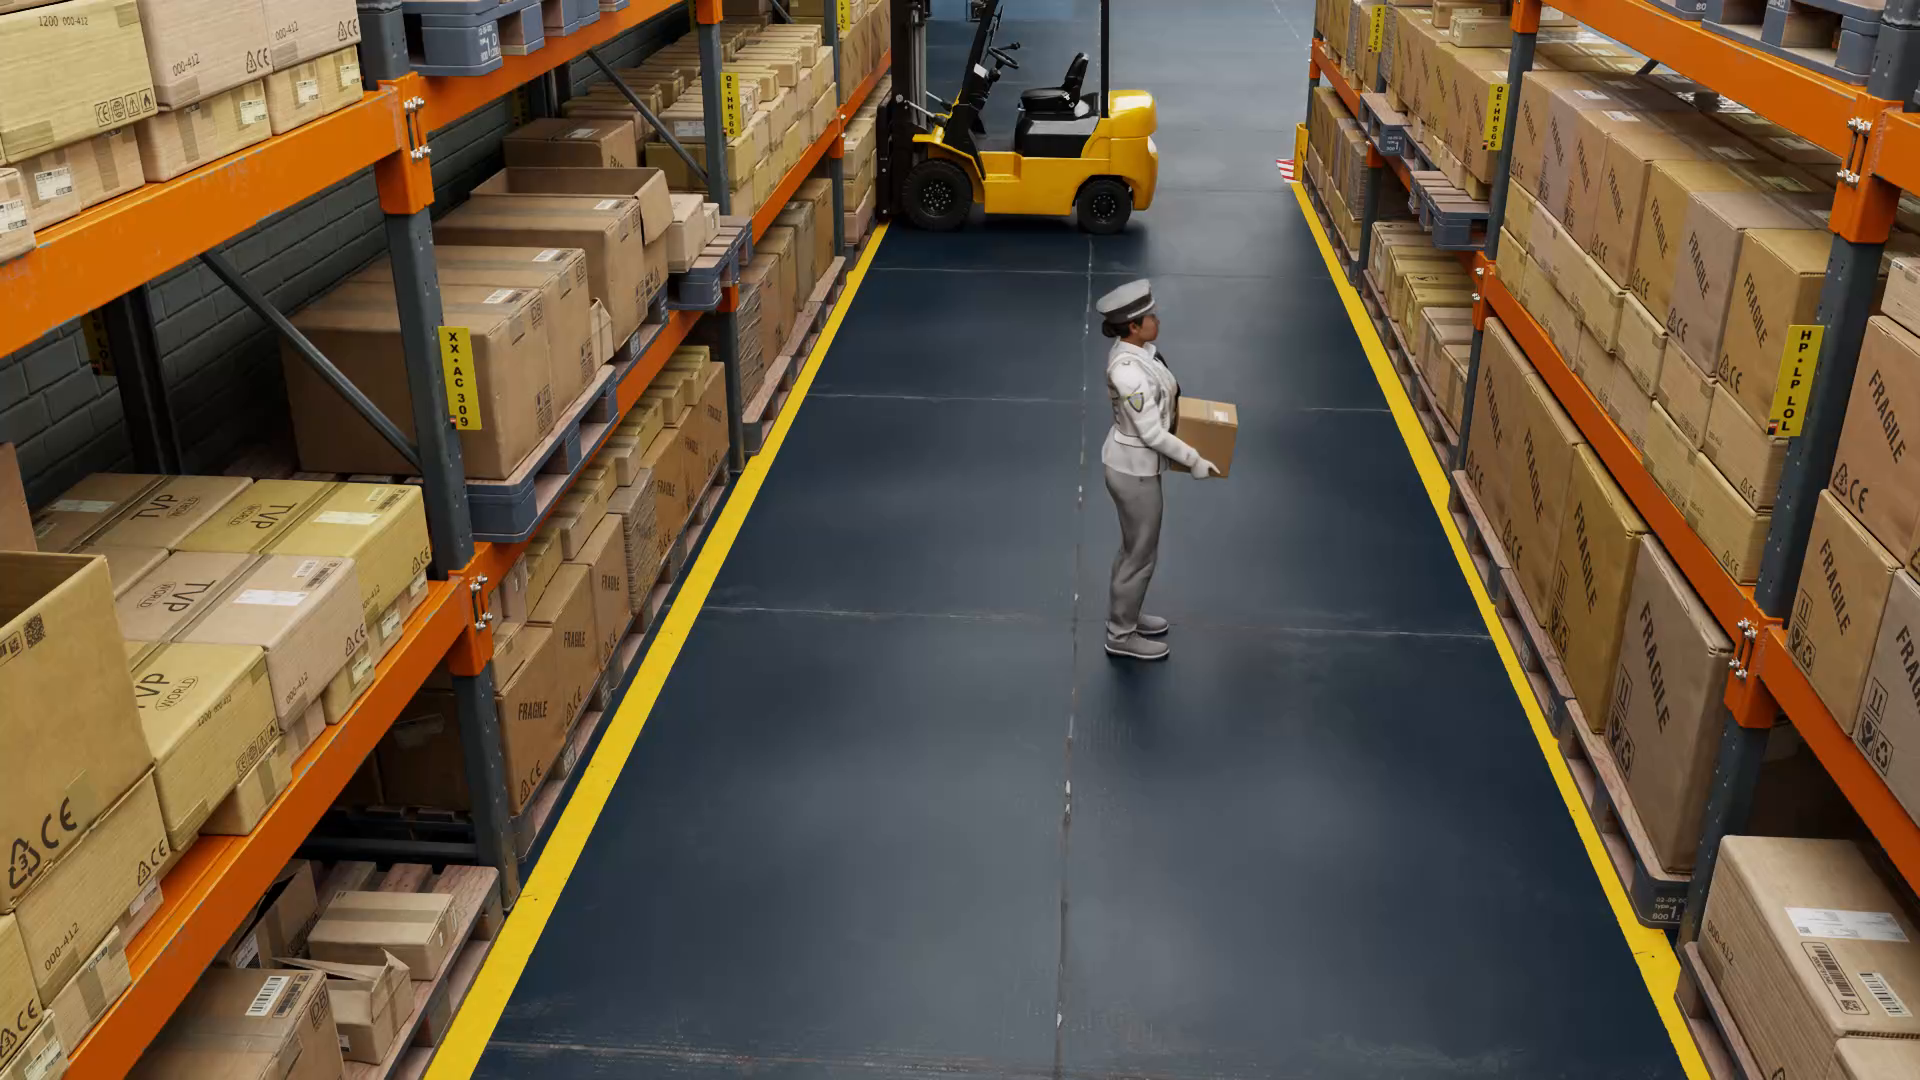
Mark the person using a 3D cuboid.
[{"bbox_3d":[0.843,-0.300,7.233,0.551,1.686,0.459,3,25,5],"label":"person"}]
